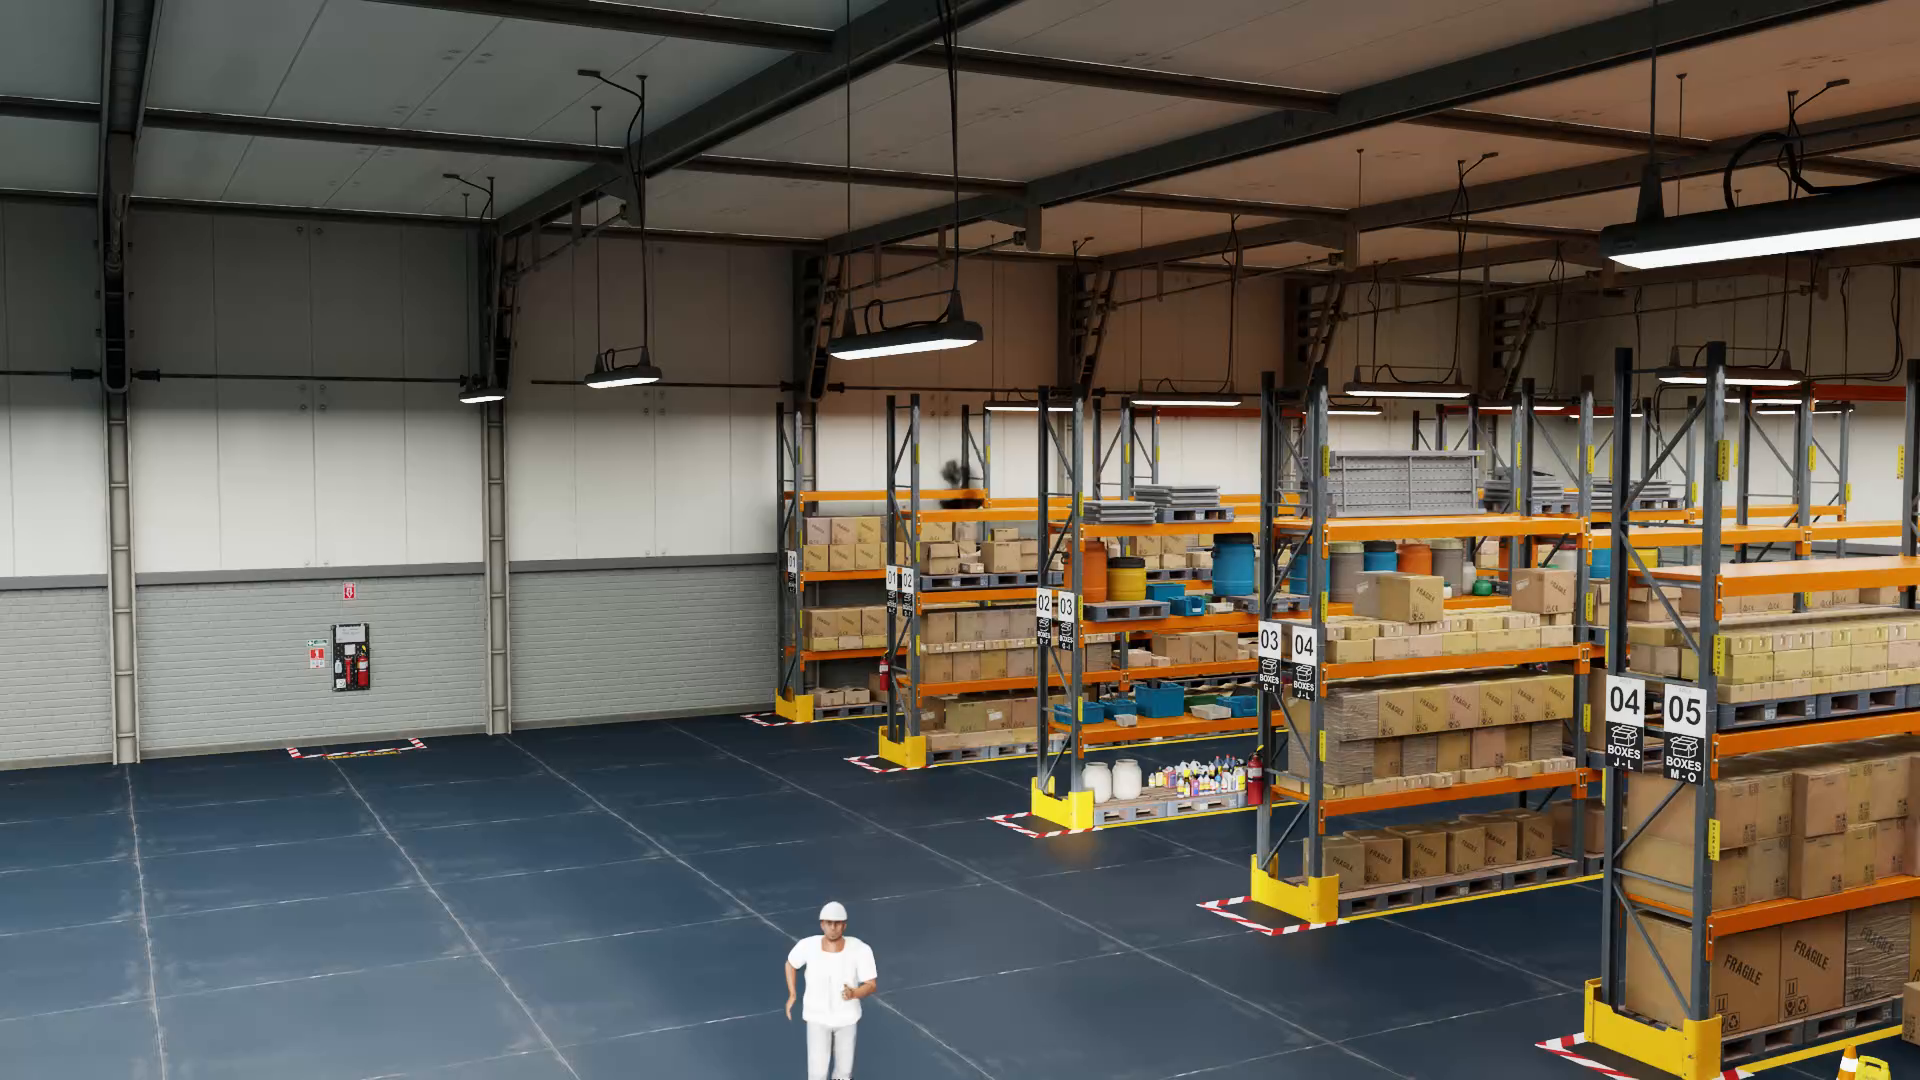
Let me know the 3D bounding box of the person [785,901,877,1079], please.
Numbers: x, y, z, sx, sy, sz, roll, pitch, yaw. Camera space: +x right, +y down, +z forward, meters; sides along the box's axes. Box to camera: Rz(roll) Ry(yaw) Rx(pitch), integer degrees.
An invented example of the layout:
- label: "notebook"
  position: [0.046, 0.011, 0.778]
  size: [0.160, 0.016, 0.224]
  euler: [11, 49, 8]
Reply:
- label: "person"
  position: [-0.949, 3.587, 12.321]
  size: [0.669, 1.823, 0.751]
  euler: [0, 3, -7]
